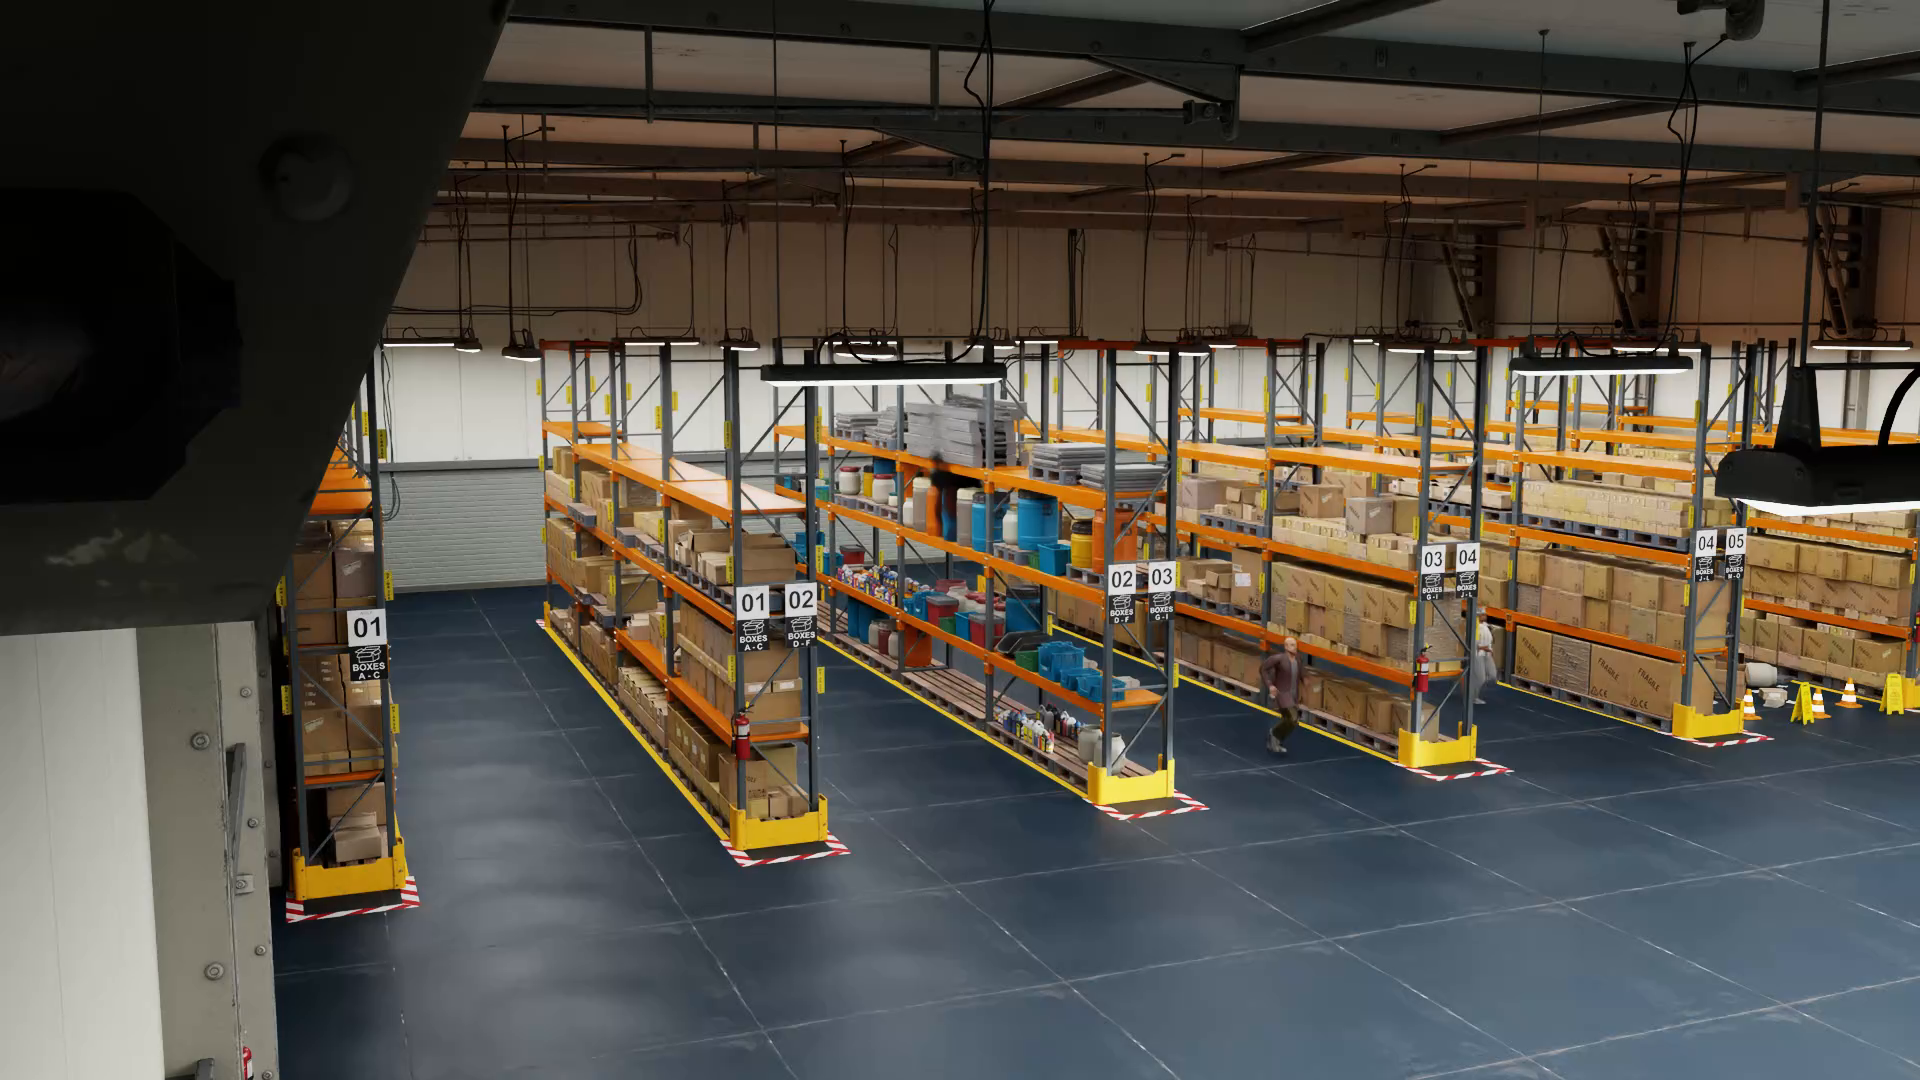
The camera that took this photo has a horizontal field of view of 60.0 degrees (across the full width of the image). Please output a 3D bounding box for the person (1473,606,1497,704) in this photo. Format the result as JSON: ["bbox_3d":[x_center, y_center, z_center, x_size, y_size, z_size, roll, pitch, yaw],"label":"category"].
[{"bbox_3d":[8.695,1.915,27.671,0.569,1.654,0.566,-5,9,-33],"label":"person"}]

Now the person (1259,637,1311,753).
[{"bbox_3d":[4.815,2.290,24.451,0.706,1.737,0.706,-5,9,-36],"label":"person"}]

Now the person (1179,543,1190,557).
[{"bbox_3d":[5.810,0.096,41.828,0.598,1.648,0.614,5,9,33],"label":"person"}]

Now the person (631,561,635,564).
[{"bbox_3d":[-7.199,0.787,35.817,0.916,1.799,0.663,6,10,39],"label":"person"}]
